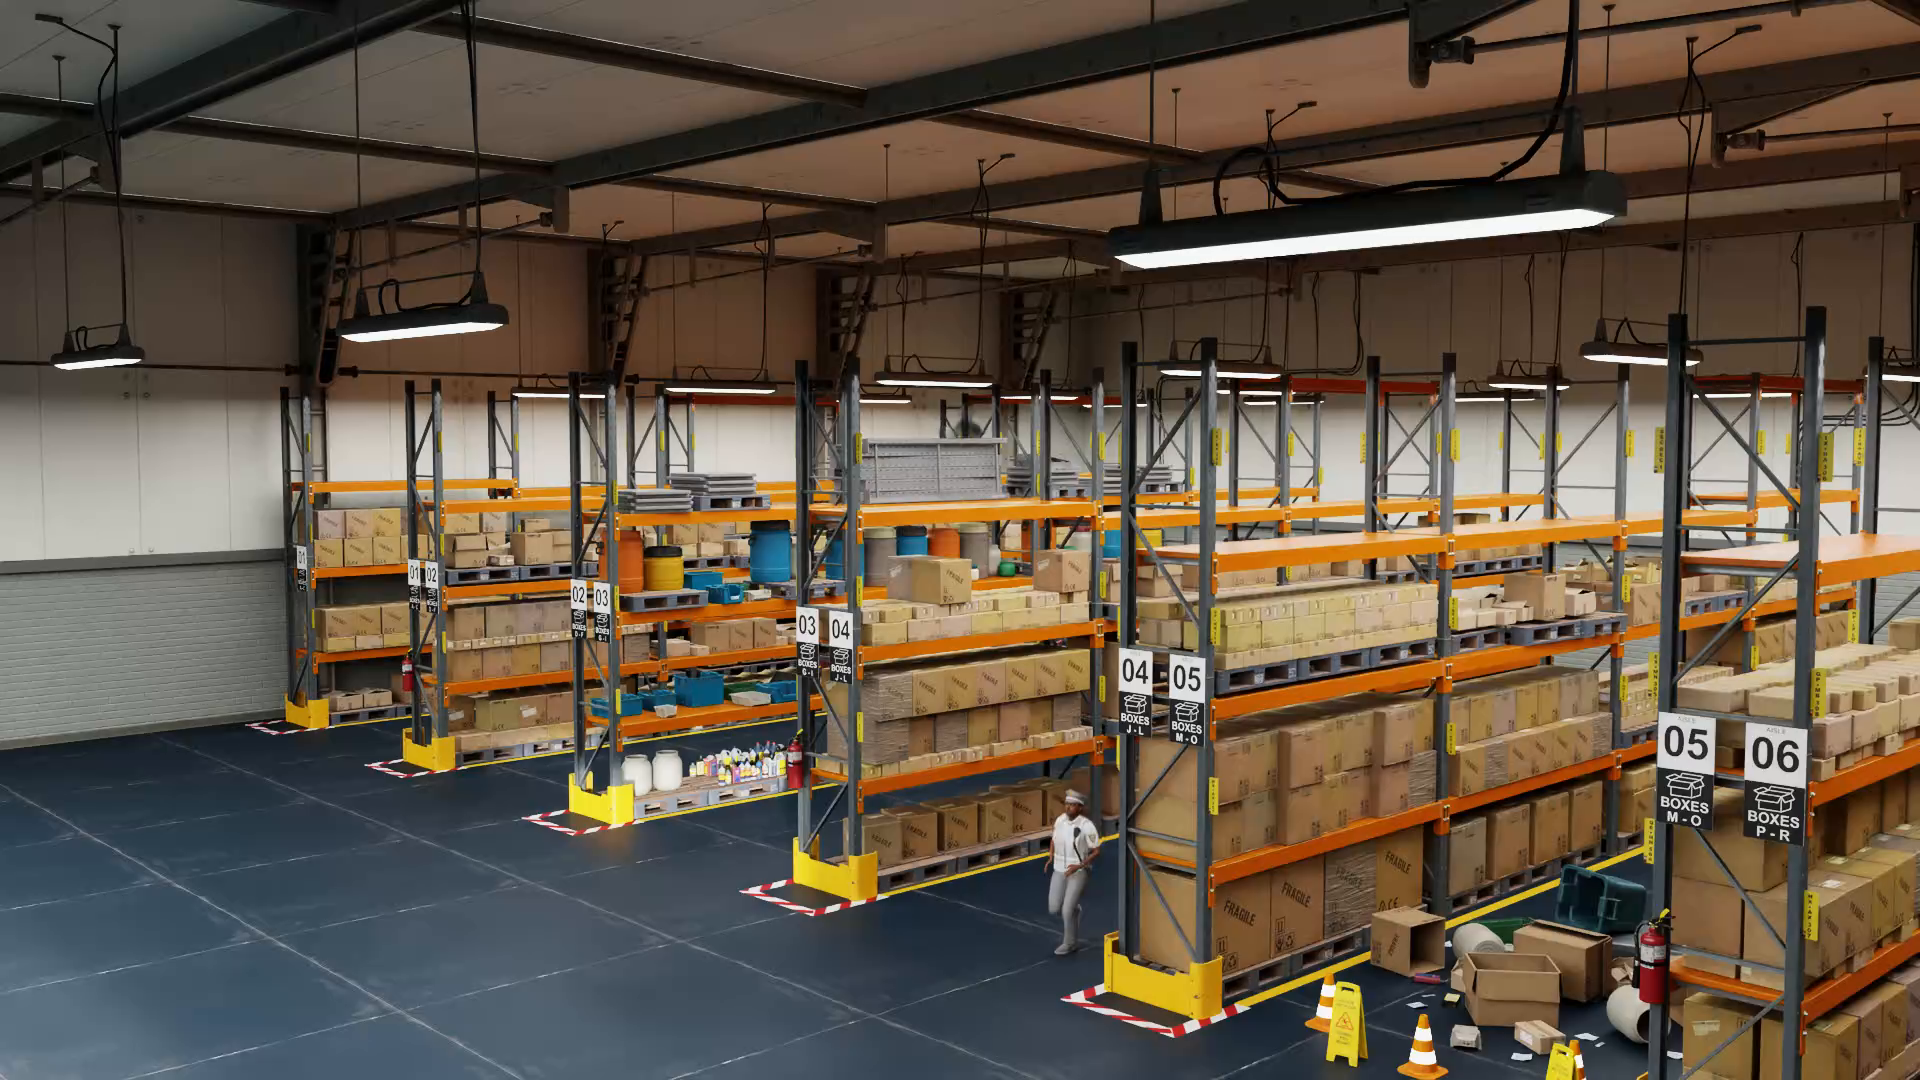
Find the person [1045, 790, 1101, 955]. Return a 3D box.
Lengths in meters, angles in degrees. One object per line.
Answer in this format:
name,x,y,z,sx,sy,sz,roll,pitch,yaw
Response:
person,1.133,3.286,16.577,0.599,1.651,0.558,2,4,33
